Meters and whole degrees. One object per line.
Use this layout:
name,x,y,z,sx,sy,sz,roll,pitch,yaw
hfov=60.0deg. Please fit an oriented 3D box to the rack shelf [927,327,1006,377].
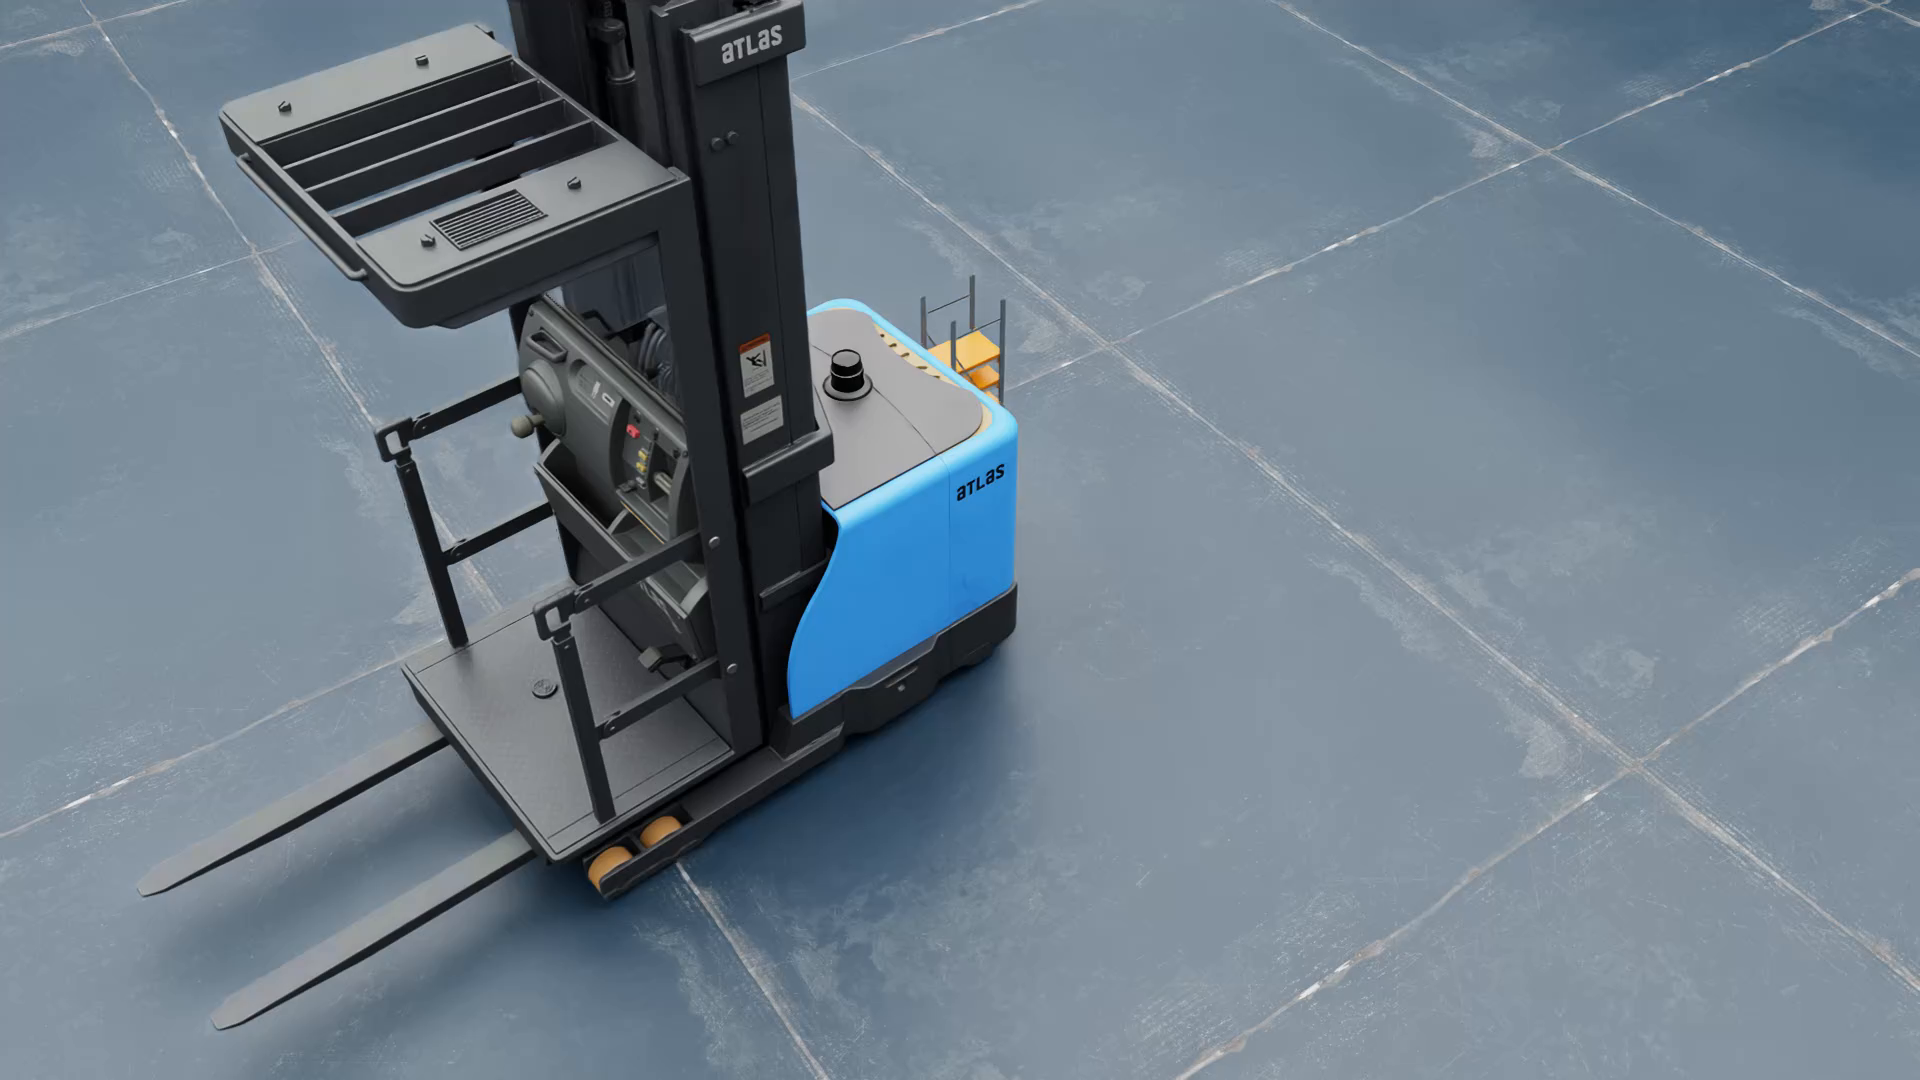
rack shelf,0.011,-0.656,6.110,0.258,0.103,0.180,-27,50,-25

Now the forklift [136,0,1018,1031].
forklift,-1.243,-0.296,4.937,3.031,2.935,1.130,-30,51,-28

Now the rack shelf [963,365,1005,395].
rack shelf,0.011,-0.569,6.193,0.258,0.103,0.180,-27,50,-25

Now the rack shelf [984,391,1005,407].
rack shelf,0.011,-0.482,6.276,0.258,0.103,0.180,-27,50,-25

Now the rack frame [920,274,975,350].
rack frame,-0.043,-0.479,6.382,0.240,1.200,0.006,-27,50,-25

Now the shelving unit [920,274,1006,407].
shelving unit,0.011,-0.428,6.329,0.258,1.200,0.189,-27,50,-25

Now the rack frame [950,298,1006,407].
rack frame,0.065,-0.377,6.275,0.240,1.200,0.006,-27,50,-25
